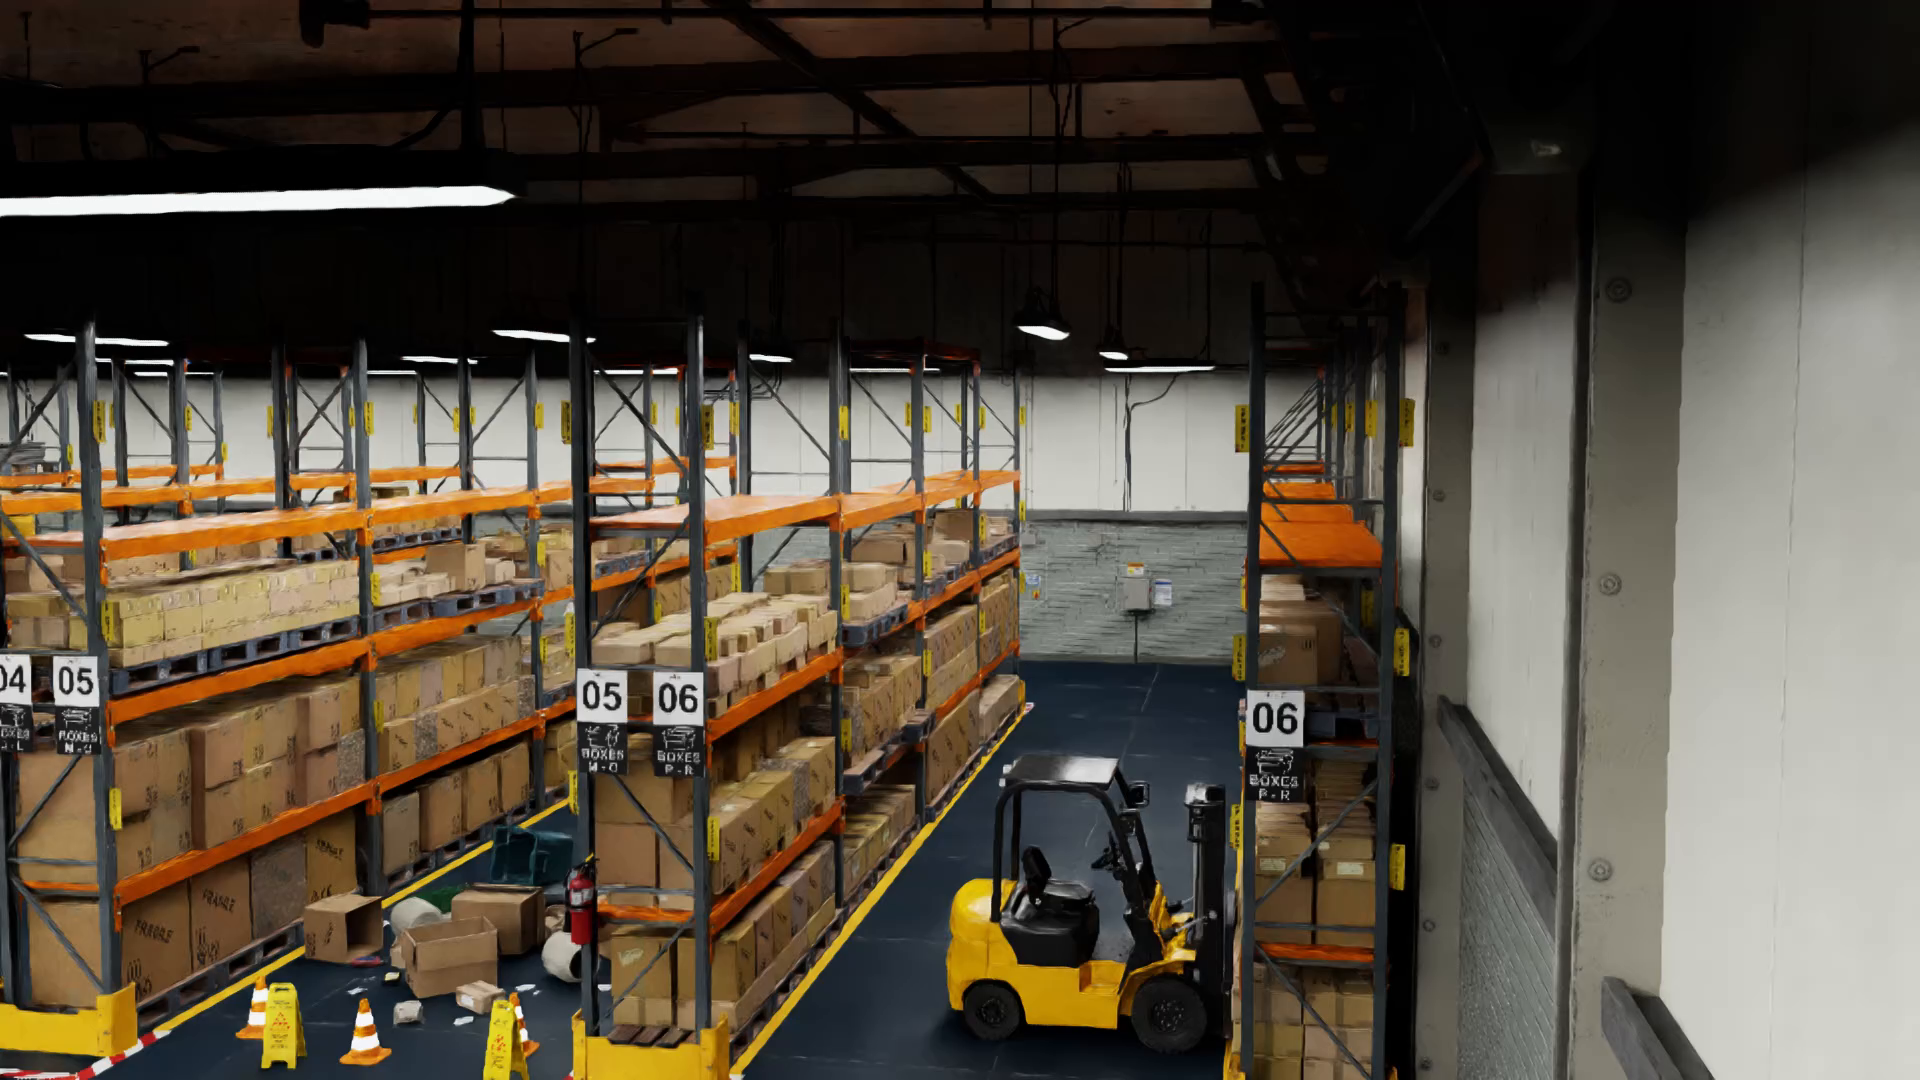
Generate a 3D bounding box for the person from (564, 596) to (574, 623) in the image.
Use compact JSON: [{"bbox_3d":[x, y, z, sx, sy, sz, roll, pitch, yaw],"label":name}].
[{"bbox_3d":[-7.425,1.757,32.324,0.643,1.616,0.816,1,5,6],"label":"person"}]
